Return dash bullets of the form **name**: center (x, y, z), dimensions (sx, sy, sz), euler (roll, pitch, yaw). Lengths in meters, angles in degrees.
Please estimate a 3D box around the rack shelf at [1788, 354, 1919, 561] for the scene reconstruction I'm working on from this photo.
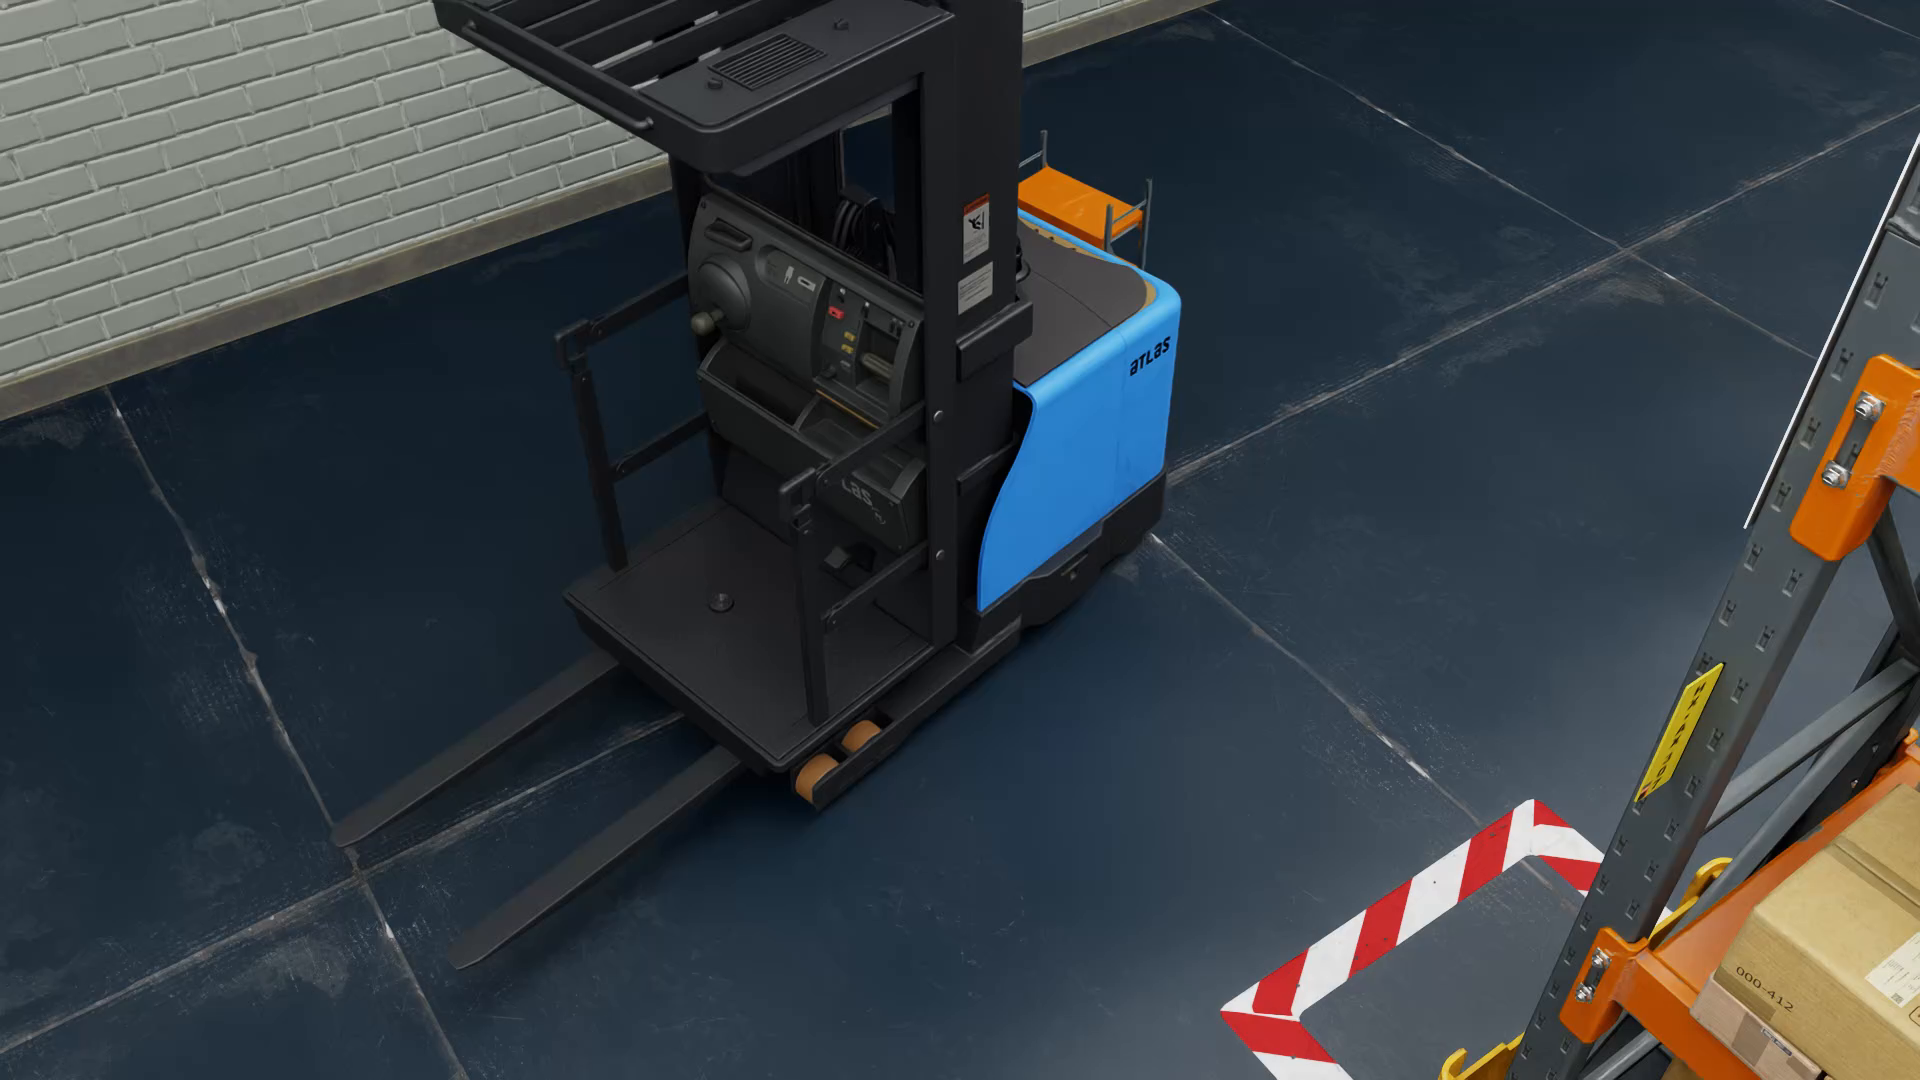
- **rack shelf**: center (2.907, 0.788, 1.601), dimensions (1.077, 0.370, 4.000), euler (-26, 49, -24)

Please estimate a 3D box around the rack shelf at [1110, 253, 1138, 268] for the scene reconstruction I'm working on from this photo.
- **rack shelf**: center (0.411, -1.002, 6.204), dimensions (0.480, 0.148, 0.258), euler (33, 52, 29)

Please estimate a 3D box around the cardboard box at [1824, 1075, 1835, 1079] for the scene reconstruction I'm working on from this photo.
- **cardboard box**: center (1.844, 1.047, 3.163), dimensions (0.380, 0.149, 0.250), euler (-26, 50, -25)

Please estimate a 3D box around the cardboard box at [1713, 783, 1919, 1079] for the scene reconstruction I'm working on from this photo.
- **cardboard box**: center (1.816, 0.805, 3.127), dimensions (0.500, 0.250, 0.500), euler (-27, 50, -25)

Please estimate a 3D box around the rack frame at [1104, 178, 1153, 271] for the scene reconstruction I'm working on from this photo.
- **rack frame**: center (0.591, -0.775, 6.192), dimensions (0.015, 1.200, 0.240), euler (33, 52, 29)

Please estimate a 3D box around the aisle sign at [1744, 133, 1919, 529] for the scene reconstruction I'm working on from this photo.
- **aisle sign**: center (1.476, -0.383, 2.596), dimensions (0.394, 0.787, 0.004), euler (-26, 49, -24)

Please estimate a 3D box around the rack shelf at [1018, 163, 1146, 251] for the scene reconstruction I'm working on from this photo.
- **rack shelf**: center (0.411, -1.173, 6.041), dimensions (0.480, 0.148, 0.258), euler (33, 52, 29)

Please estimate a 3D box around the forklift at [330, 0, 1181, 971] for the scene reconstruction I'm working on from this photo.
- **forklift**: center (-0.615, -0.609, 4.766), dimensions (1.130, 2.935, 3.031), euler (33, 53, 30)

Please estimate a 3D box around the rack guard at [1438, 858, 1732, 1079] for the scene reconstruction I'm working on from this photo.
- **rack guard**: center (1.750, 1.371, 4.452), dimensions (1.175, 0.500, 0.348), euler (-26, 49, -24)

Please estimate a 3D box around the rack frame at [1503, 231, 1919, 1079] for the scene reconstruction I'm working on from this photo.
- **rack frame**: center (1.763, 0.480, 3.575), dimensions (1.000, 3.000, 0.127), euler (-26, 49, -24)

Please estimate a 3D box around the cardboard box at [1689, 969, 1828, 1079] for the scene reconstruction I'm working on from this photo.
- **cardboard box**: center (1.696, 0.902, 3.314), dimensions (0.380, 0.149, 0.250), euler (-25, 49, -24)

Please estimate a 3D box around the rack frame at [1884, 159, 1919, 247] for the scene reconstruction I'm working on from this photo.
- **rack frame**: center (1.763, -1.690, 1.503), dimensions (1.000, 3.000, 0.127), euler (-26, 49, -24)

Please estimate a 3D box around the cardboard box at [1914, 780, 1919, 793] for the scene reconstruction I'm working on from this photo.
- **cardboard box**: center (2.258, 0.596, 3.346), dimensions (0.500, 0.250, 0.500), euler (-26, 50, -25)

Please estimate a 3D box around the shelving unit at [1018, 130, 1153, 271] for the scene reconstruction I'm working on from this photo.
- **shelving unit**: center (0.411, -0.889, 6.312), dimensions (0.503, 1.200, 0.258), euler (33, 52, 29)

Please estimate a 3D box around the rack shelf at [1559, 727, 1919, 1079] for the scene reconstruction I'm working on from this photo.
- **rack shelf**: center (2.907, 1.873, 2.637), dimensions (1.077, 0.370, 4.000), euler (-26, 49, -24)

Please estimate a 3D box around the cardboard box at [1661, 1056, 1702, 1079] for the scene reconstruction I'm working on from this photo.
- **cardboard box**: center (2.195, 1.428, 3.817), dimensions (0.875, 0.875, 0.875), euler (-26, 49, -24)

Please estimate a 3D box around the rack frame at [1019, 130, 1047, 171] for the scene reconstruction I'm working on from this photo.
- **rack frame**: center (0.232, -1.003, 6.432), dimensions (0.015, 1.200, 0.240), euler (33, 52, 29)

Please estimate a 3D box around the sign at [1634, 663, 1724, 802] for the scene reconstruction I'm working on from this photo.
- **sign**: center (1.305, 0.354, 3.022), dimensions (0.100, 0.325, 0.005), euler (-26, 49, -24)
